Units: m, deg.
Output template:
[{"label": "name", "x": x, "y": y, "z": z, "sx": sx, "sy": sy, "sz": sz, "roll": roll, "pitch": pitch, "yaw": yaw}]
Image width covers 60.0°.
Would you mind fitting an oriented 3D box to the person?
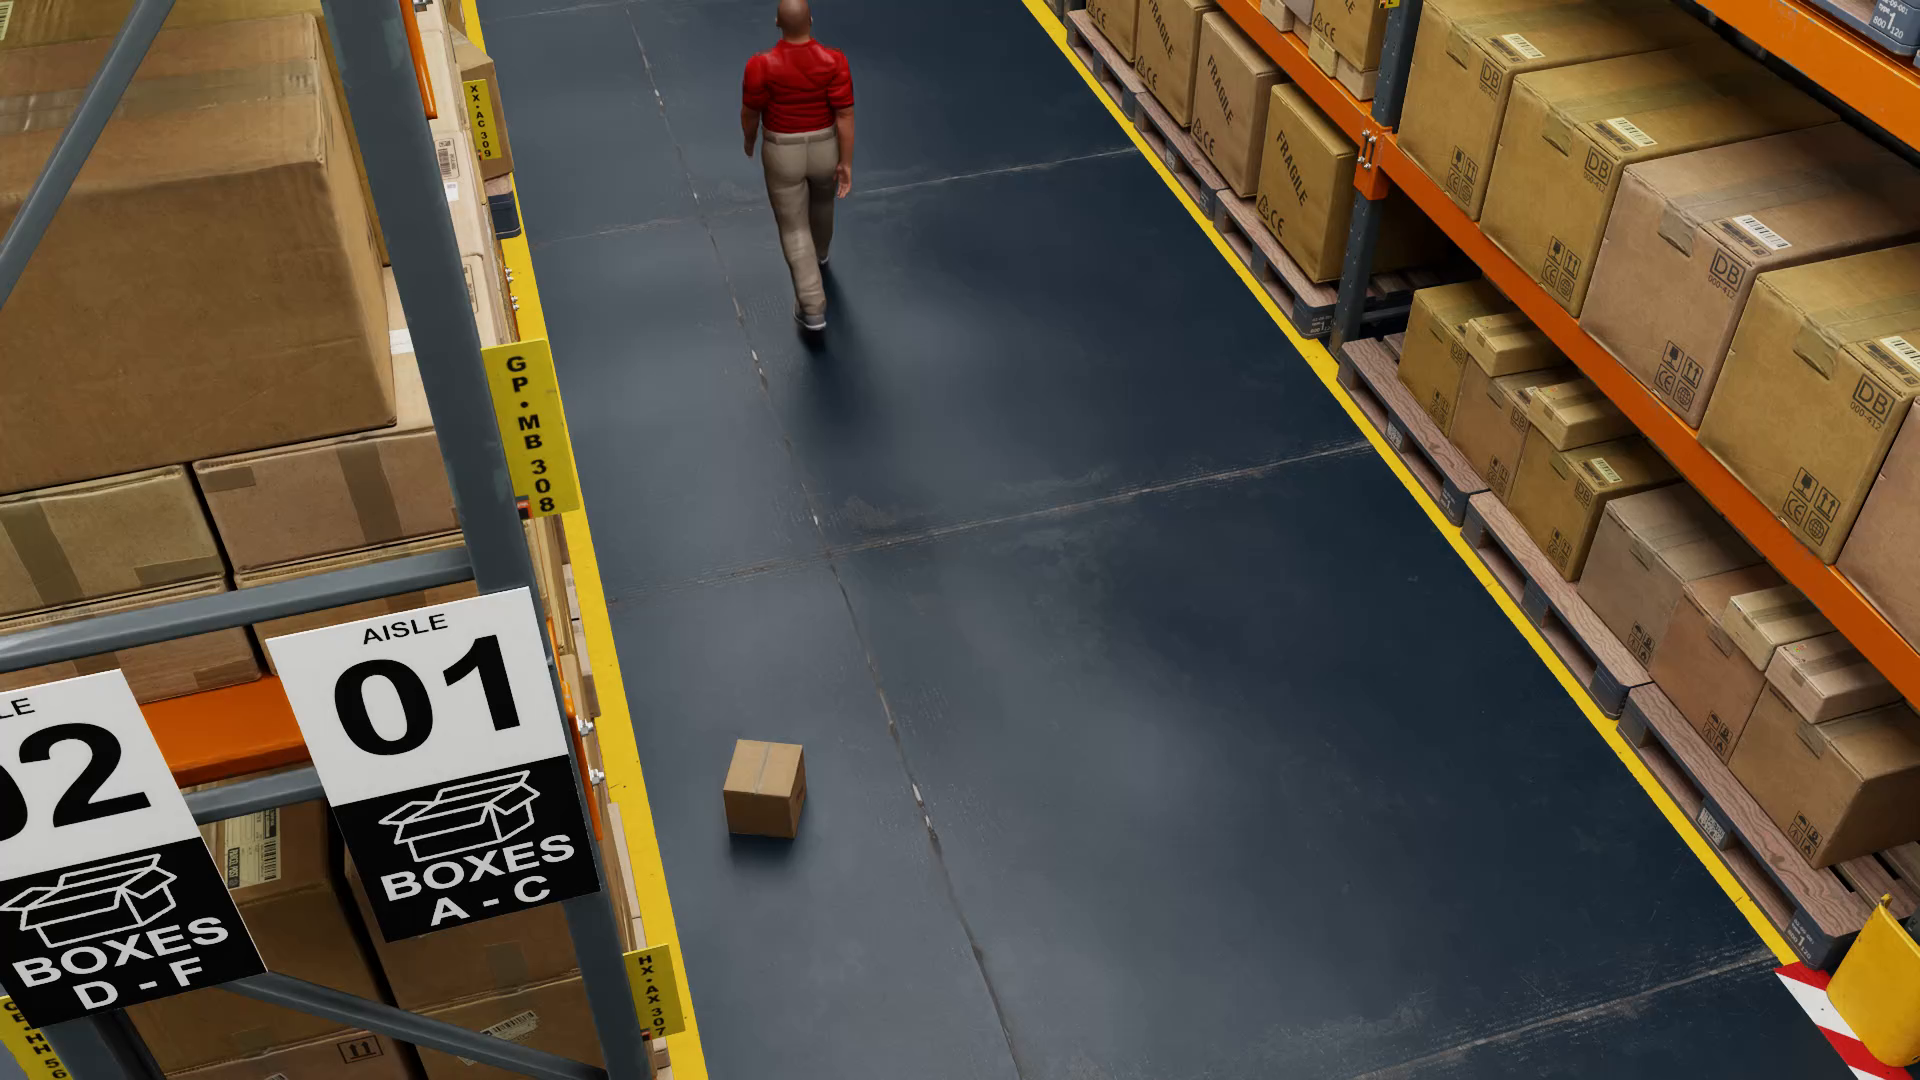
[{"label": "person", "x": -0.821, "y": -1.973, "z": 8.366, "sx": 0.536, "sy": 1.670, "sz": 1.036, "roll": -12, "pitch": 43, "yaw": -13}]
